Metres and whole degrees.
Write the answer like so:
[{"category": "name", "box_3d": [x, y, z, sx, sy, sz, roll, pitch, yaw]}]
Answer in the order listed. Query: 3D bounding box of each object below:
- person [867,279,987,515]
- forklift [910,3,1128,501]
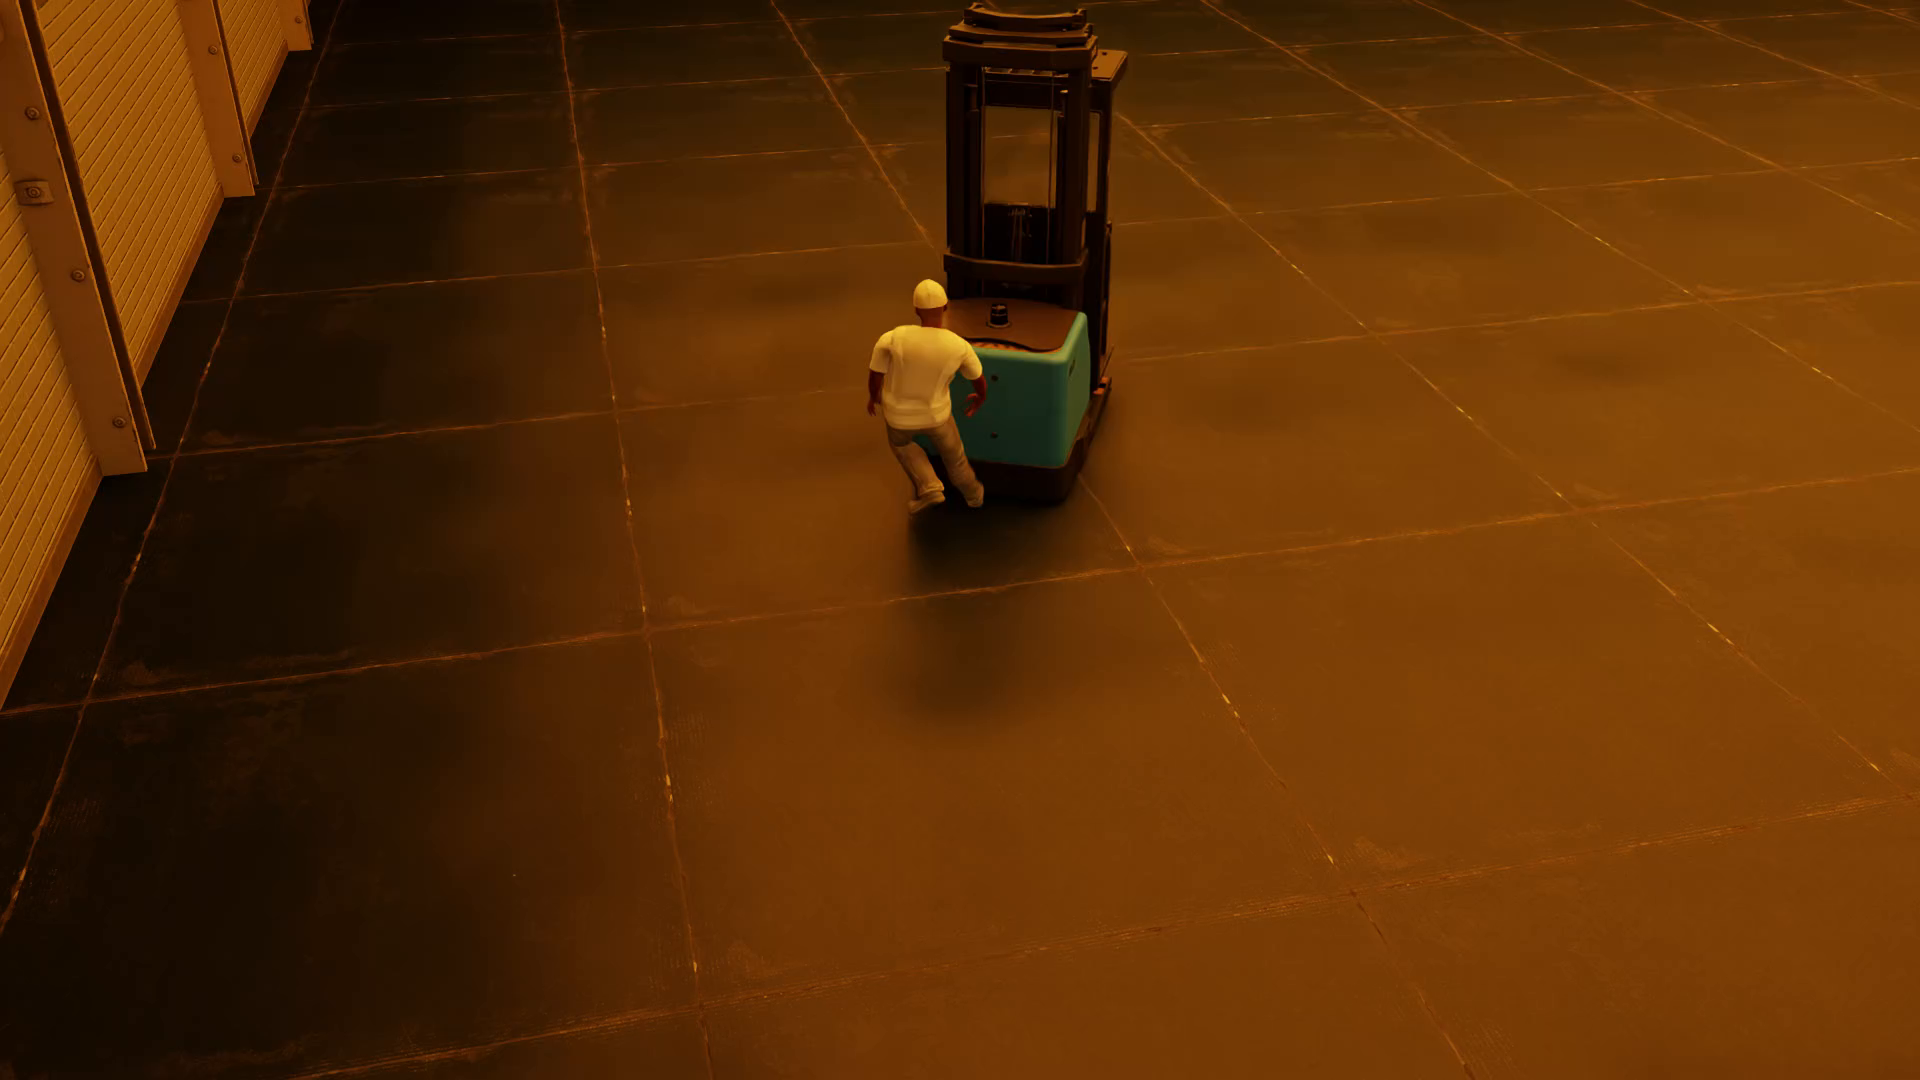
[{"category": "person", "box_3d": [-0.200, -0.892, 10.380, 0.755, 1.679, 0.732, 0, 30, -1]}, {"category": "forklift", "box_3d": [0.505, -2.247, 11.456, 1.130, 2.935, 3.031, 7, 31, 11]}]
